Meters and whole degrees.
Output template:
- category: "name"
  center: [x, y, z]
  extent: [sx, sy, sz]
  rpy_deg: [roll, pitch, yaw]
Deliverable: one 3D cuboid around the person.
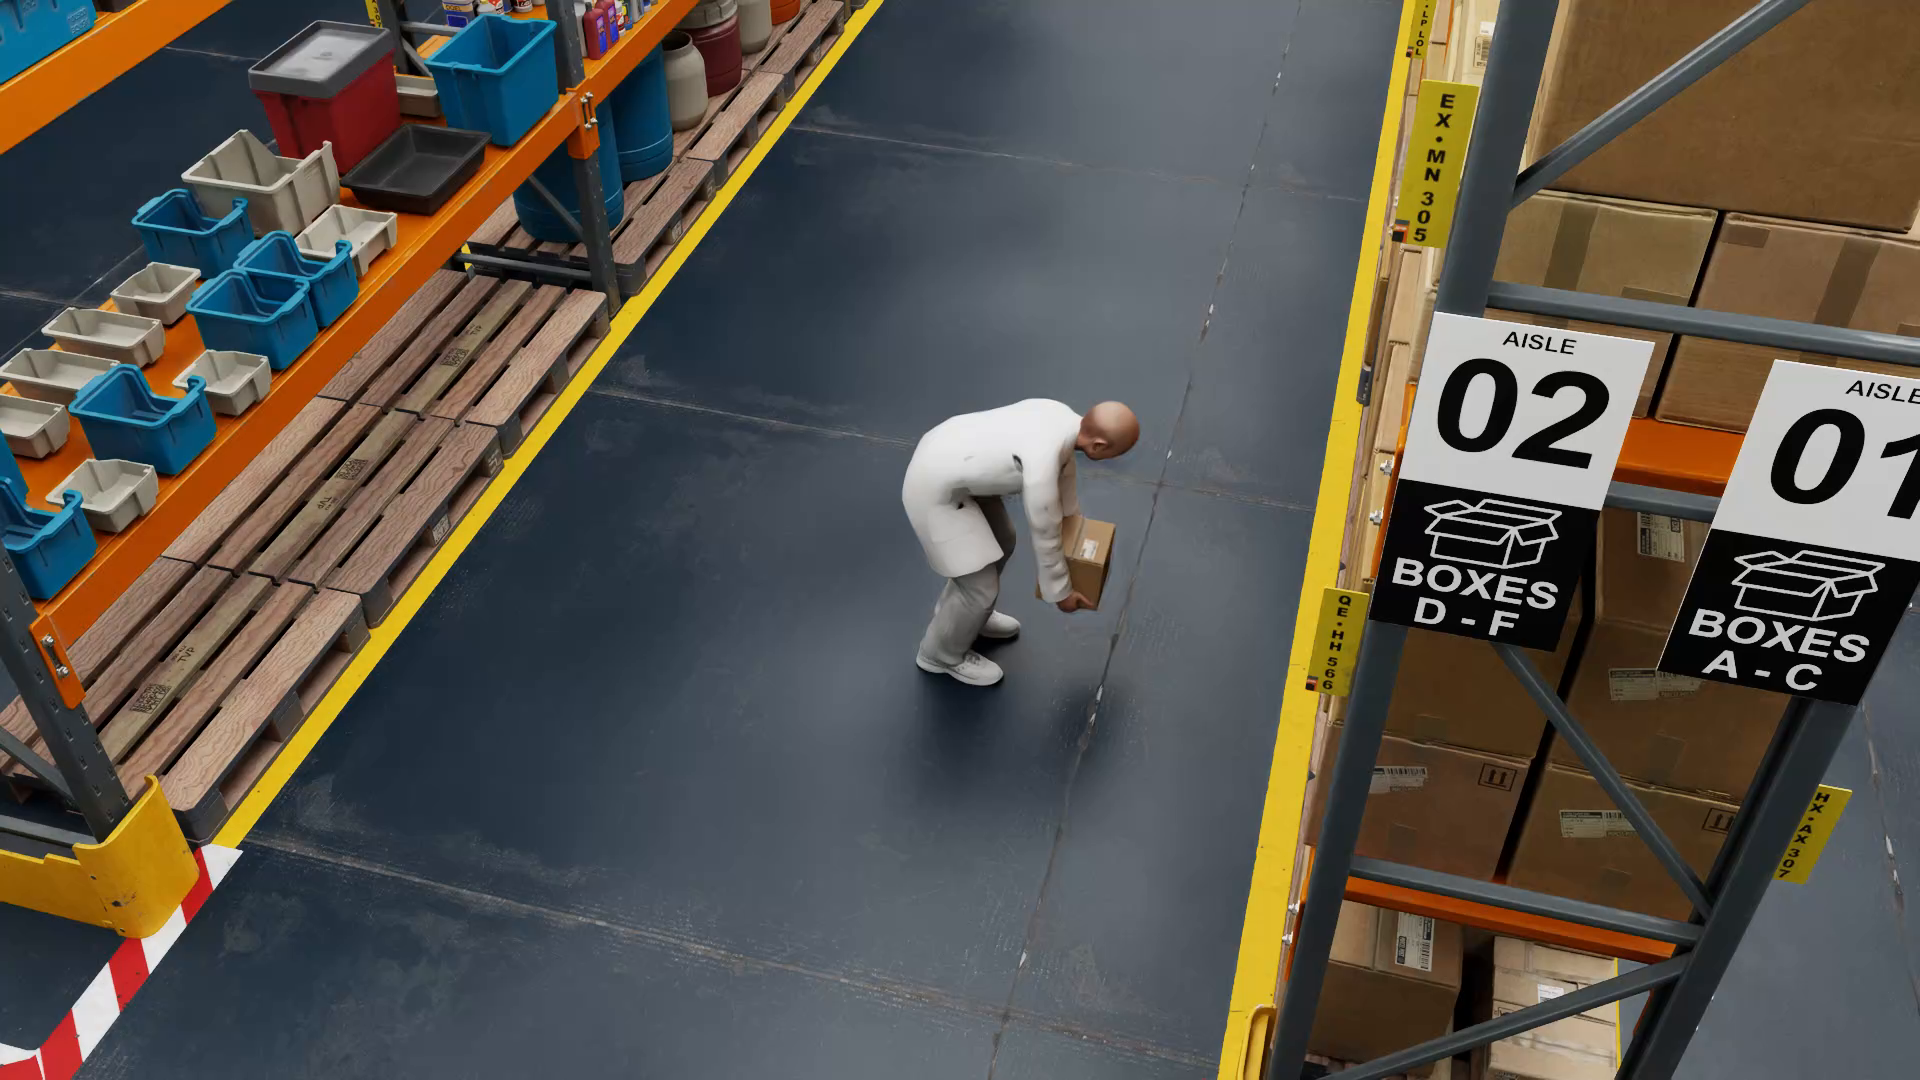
- category: "person"
  center: [0.221, -0.017, 6.524]
  extent: [0.890, 1.346, 0.566]
  rpy_deg: [9, 41, 10]
